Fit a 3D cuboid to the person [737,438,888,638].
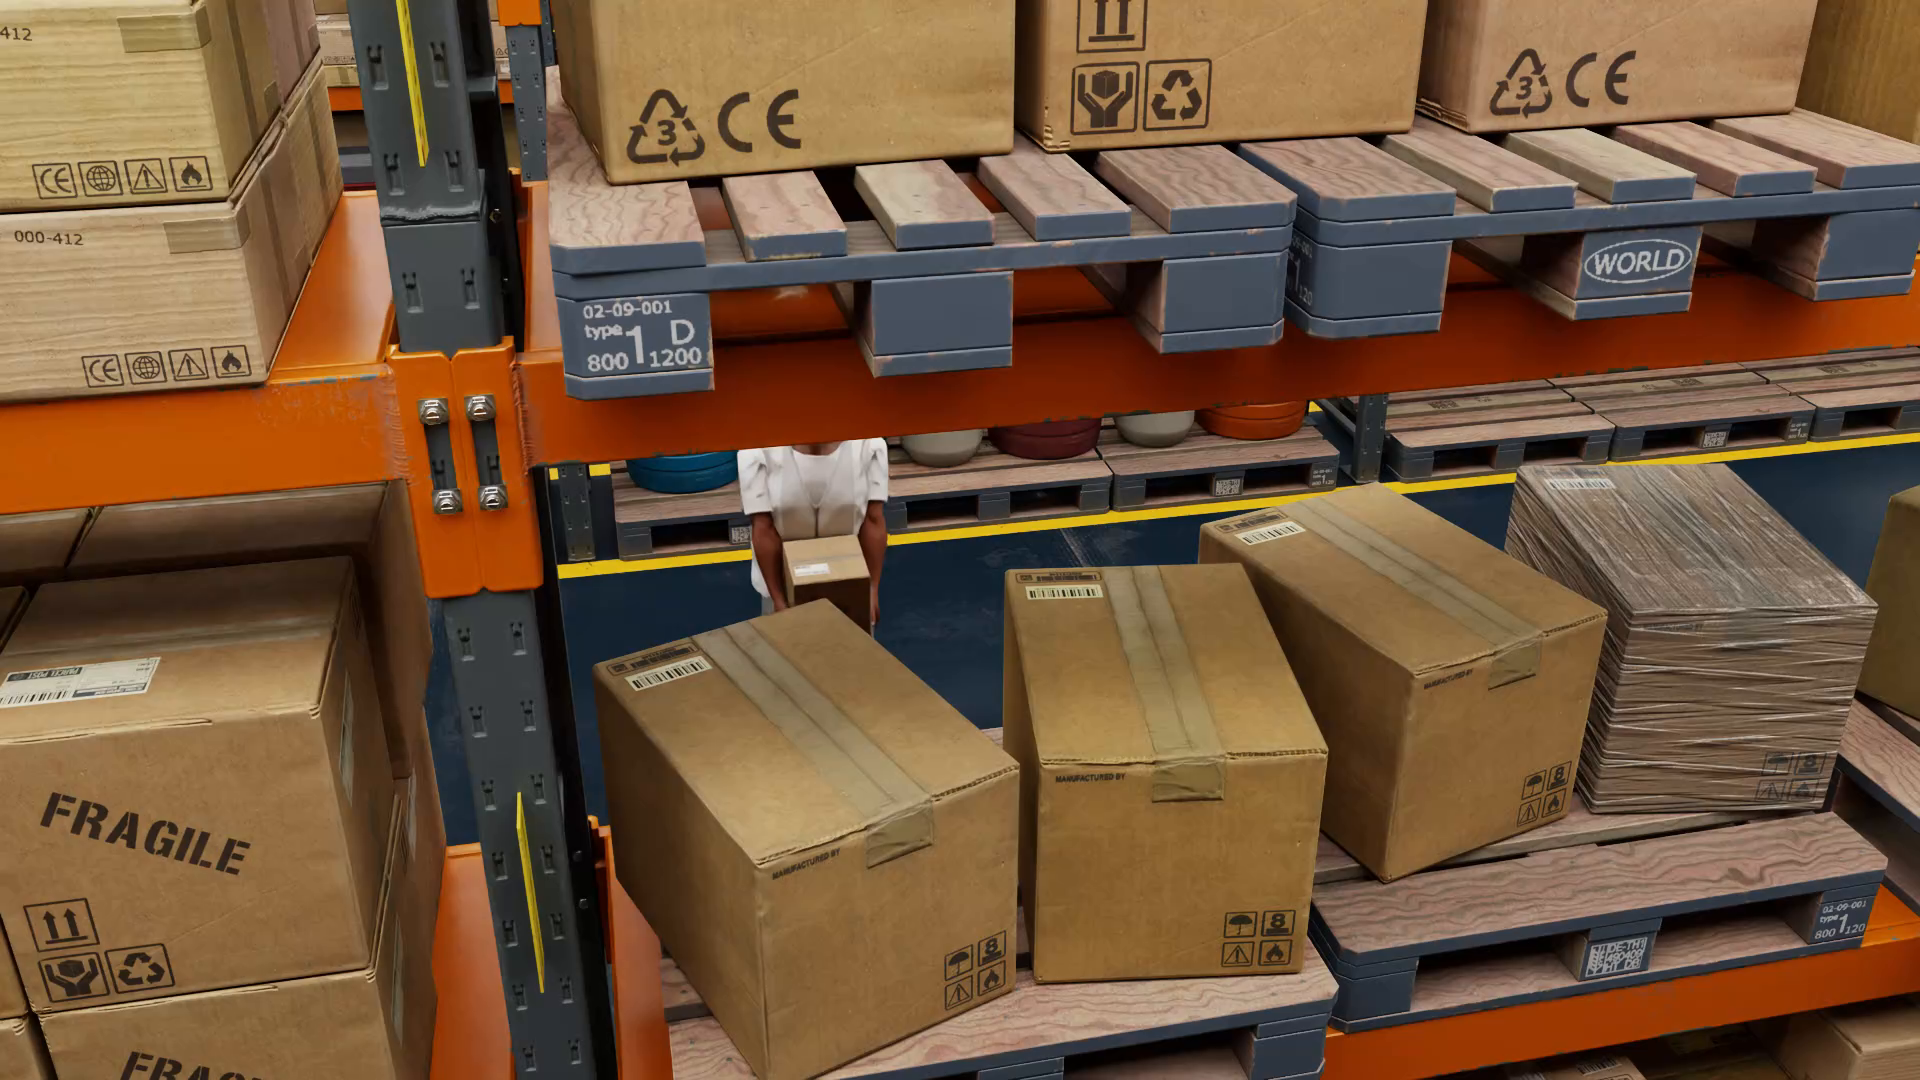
[{"bbox_3d":[-0.466,0.204,5.682,0.505,1.763,0.558,-6,27,-12],"label":"person"}]
